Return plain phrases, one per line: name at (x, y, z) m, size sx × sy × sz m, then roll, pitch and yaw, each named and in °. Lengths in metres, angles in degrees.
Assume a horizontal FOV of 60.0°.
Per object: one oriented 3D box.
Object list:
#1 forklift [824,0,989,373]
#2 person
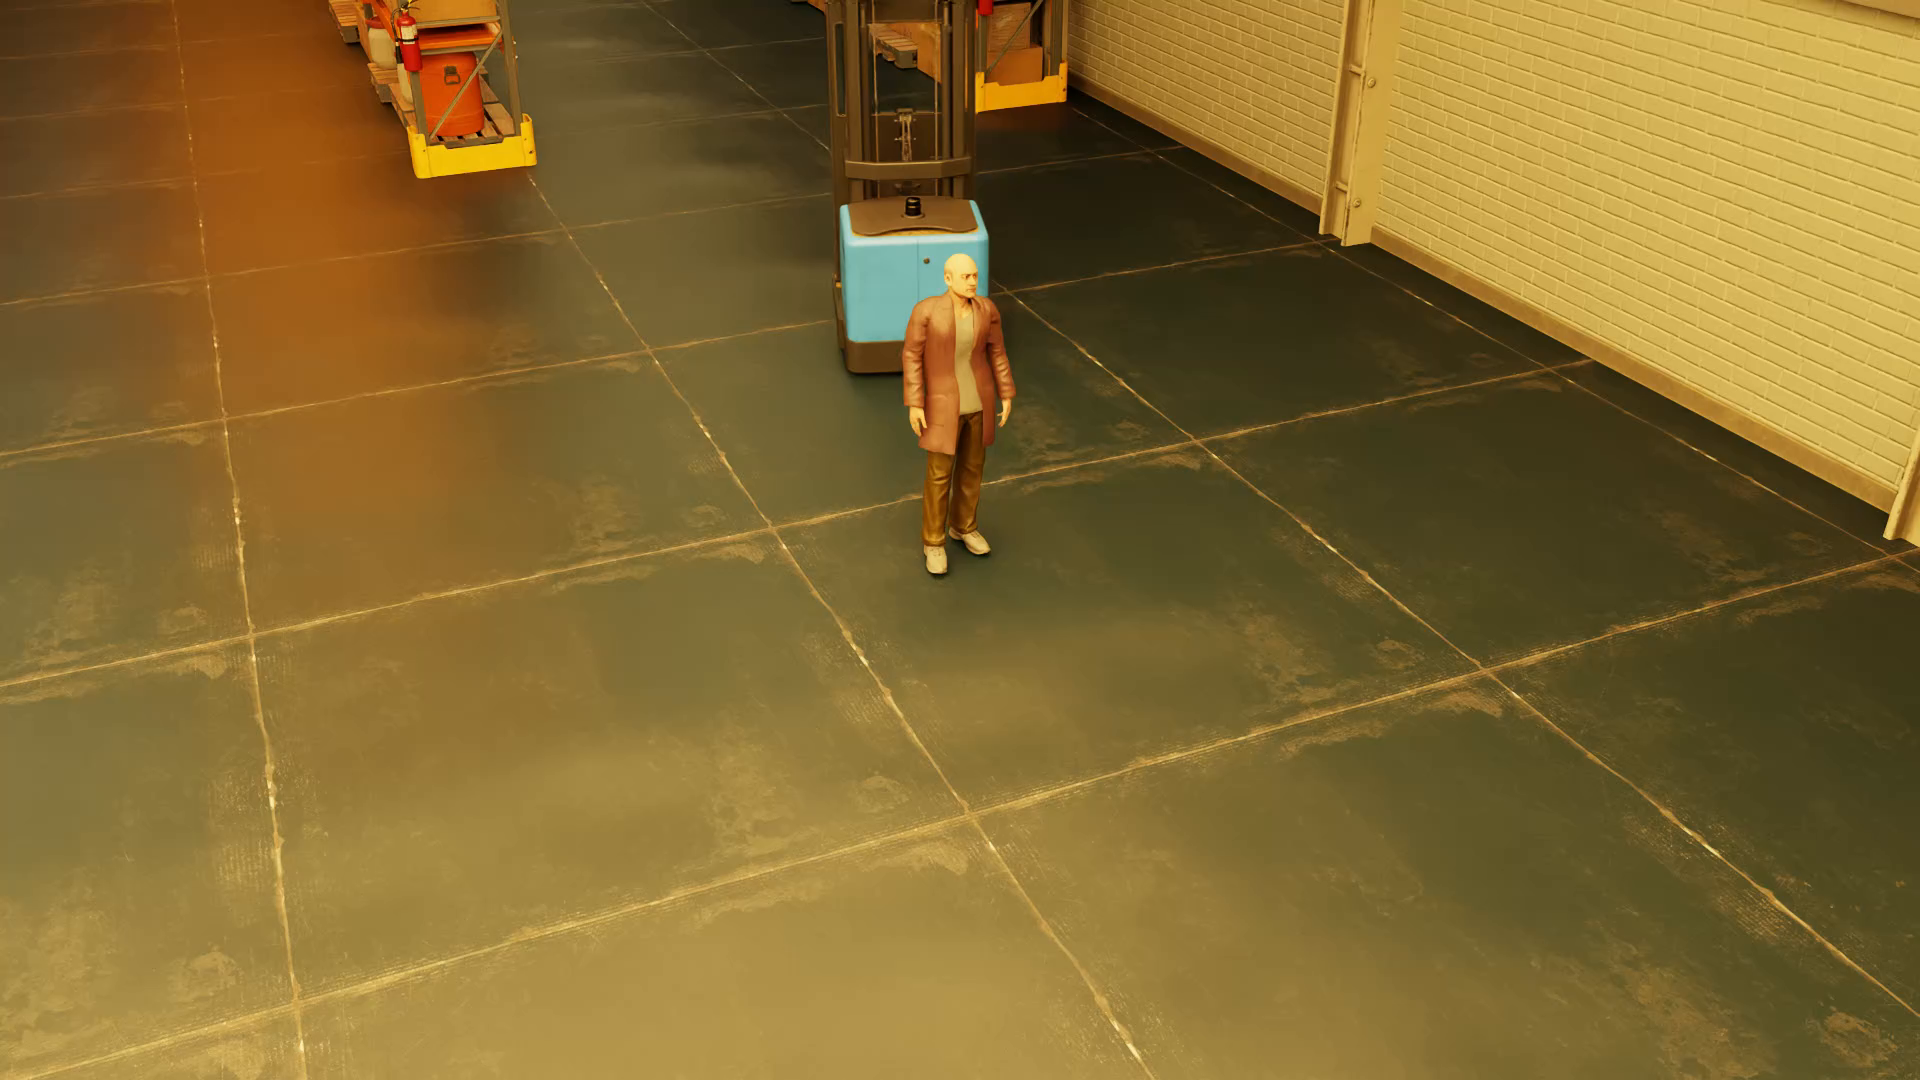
forklift at (-0.456, -3.186, 12.692) m, size 1.130 × 2.935 × 3.031 m, roll -3°, pitch 30°, yaw -5°
person at (0.033, -0.735, 9.553) m, size 0.696 × 1.777 × 0.579 m, roll -12°, pitch 32°, yaw -20°
